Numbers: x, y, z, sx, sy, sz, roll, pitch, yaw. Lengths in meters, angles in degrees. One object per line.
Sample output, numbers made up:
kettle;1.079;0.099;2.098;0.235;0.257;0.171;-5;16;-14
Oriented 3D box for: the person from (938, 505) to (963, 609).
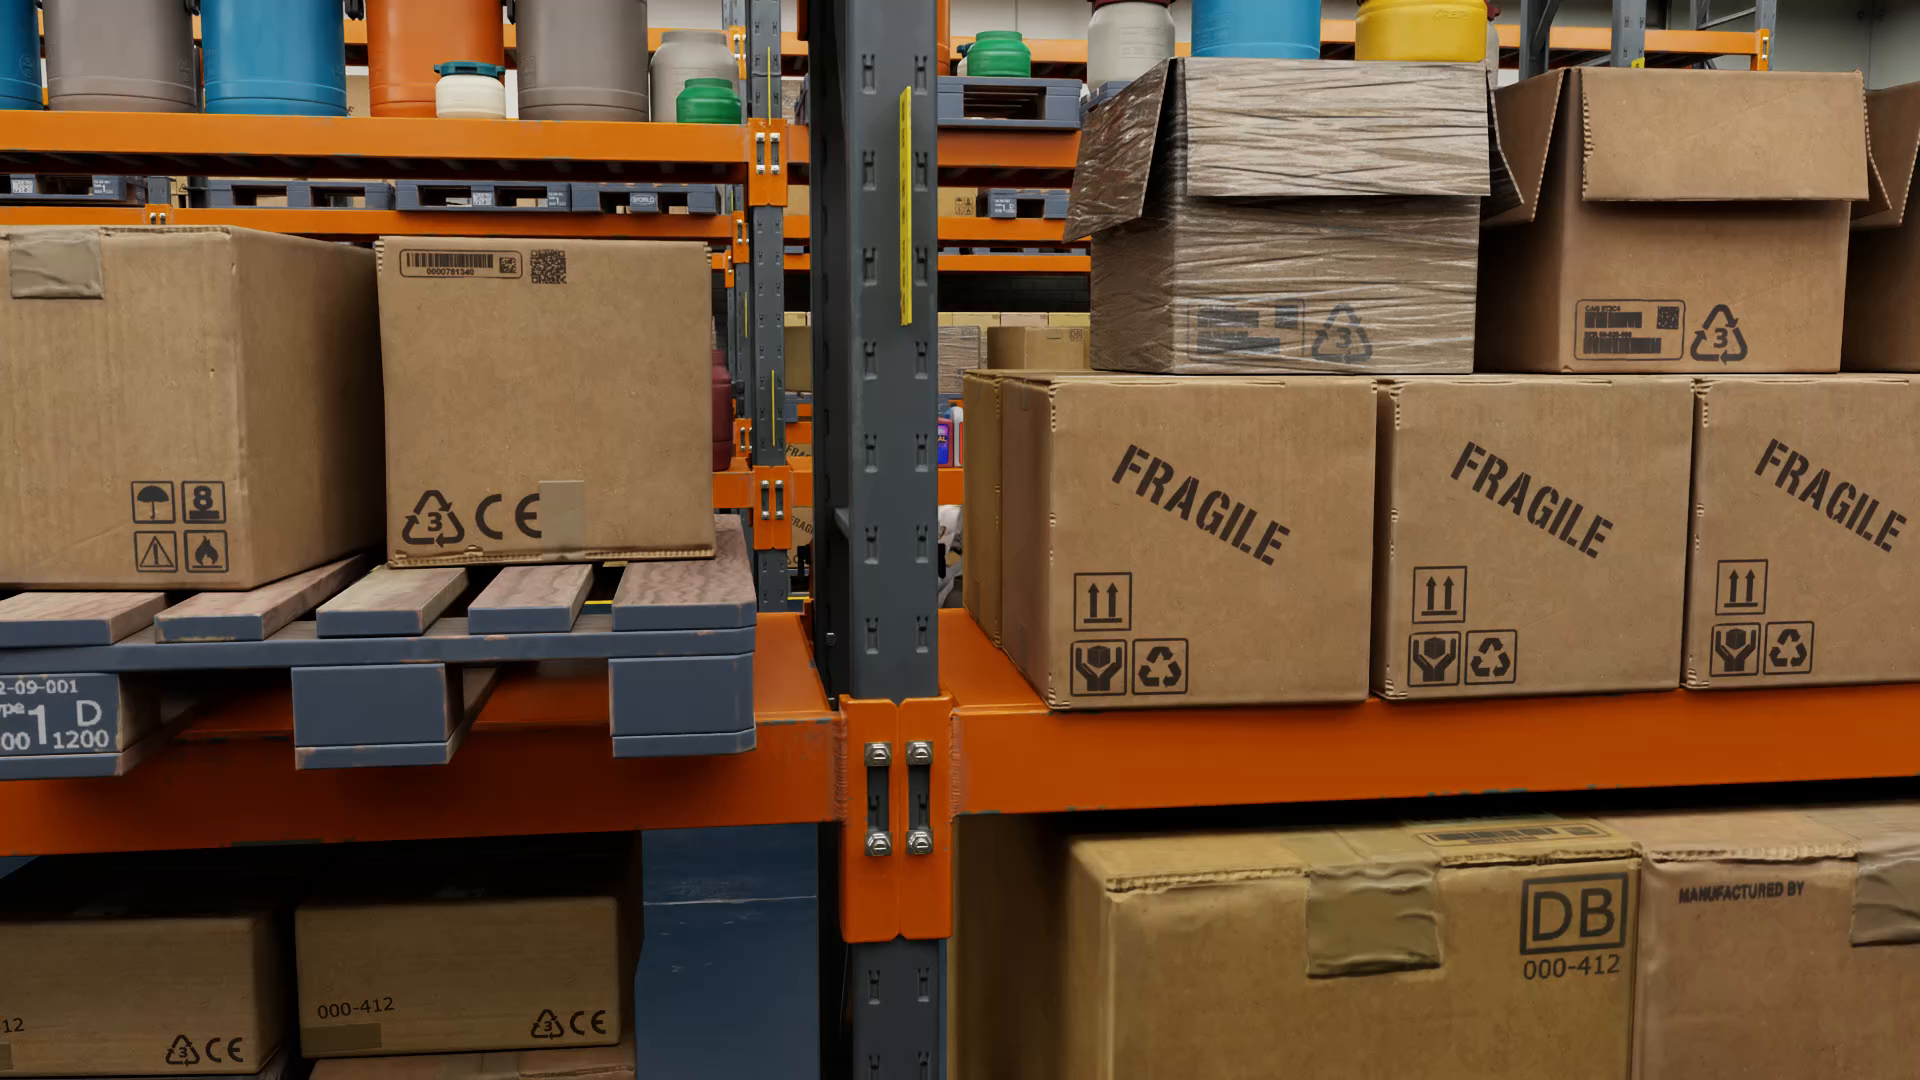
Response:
person;-0.063;0.172;9.341;0.780;1.213;0.527;-1;7;-10
